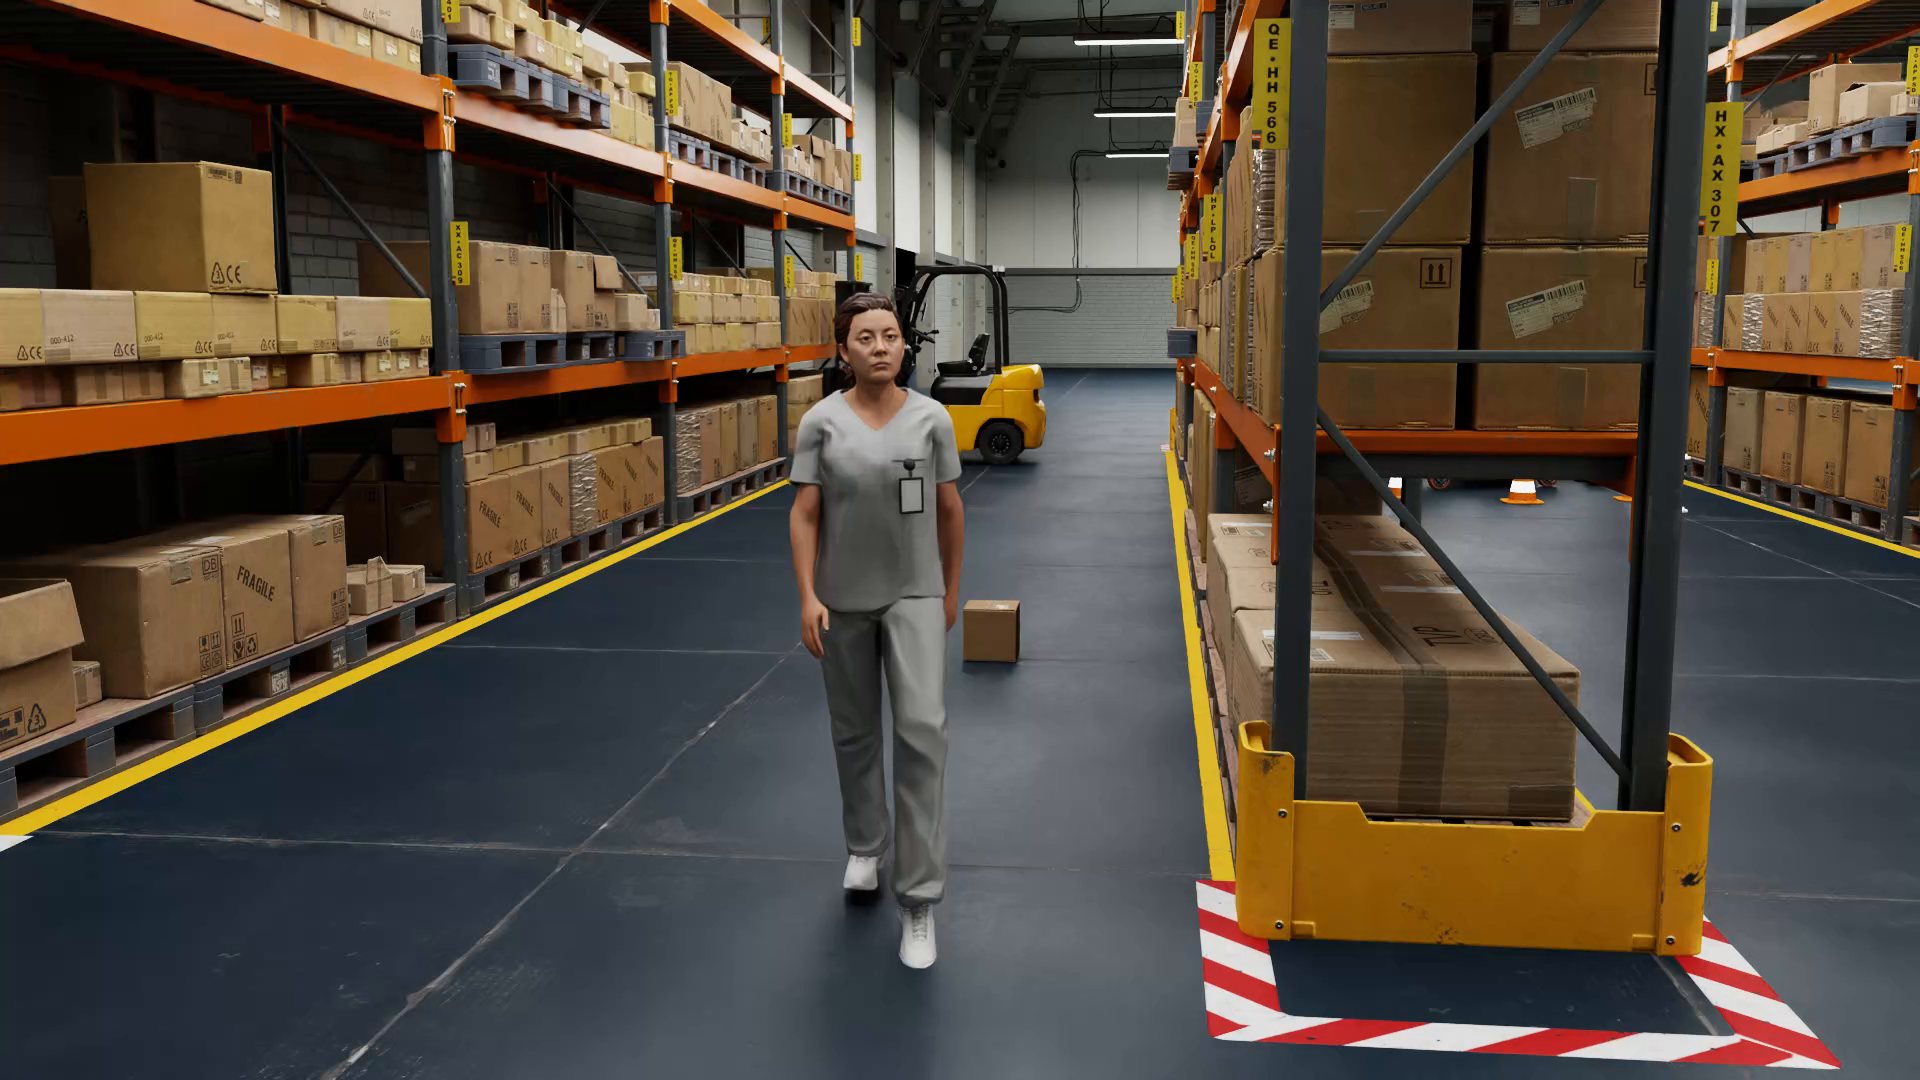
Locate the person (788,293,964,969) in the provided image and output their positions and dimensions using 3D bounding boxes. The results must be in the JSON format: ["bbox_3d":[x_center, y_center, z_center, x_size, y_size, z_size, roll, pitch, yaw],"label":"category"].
[{"bbox_3d":[-0.219,0.215,4.394,0.462,1.677,0.741,0,8,0],"label":"person"}]
